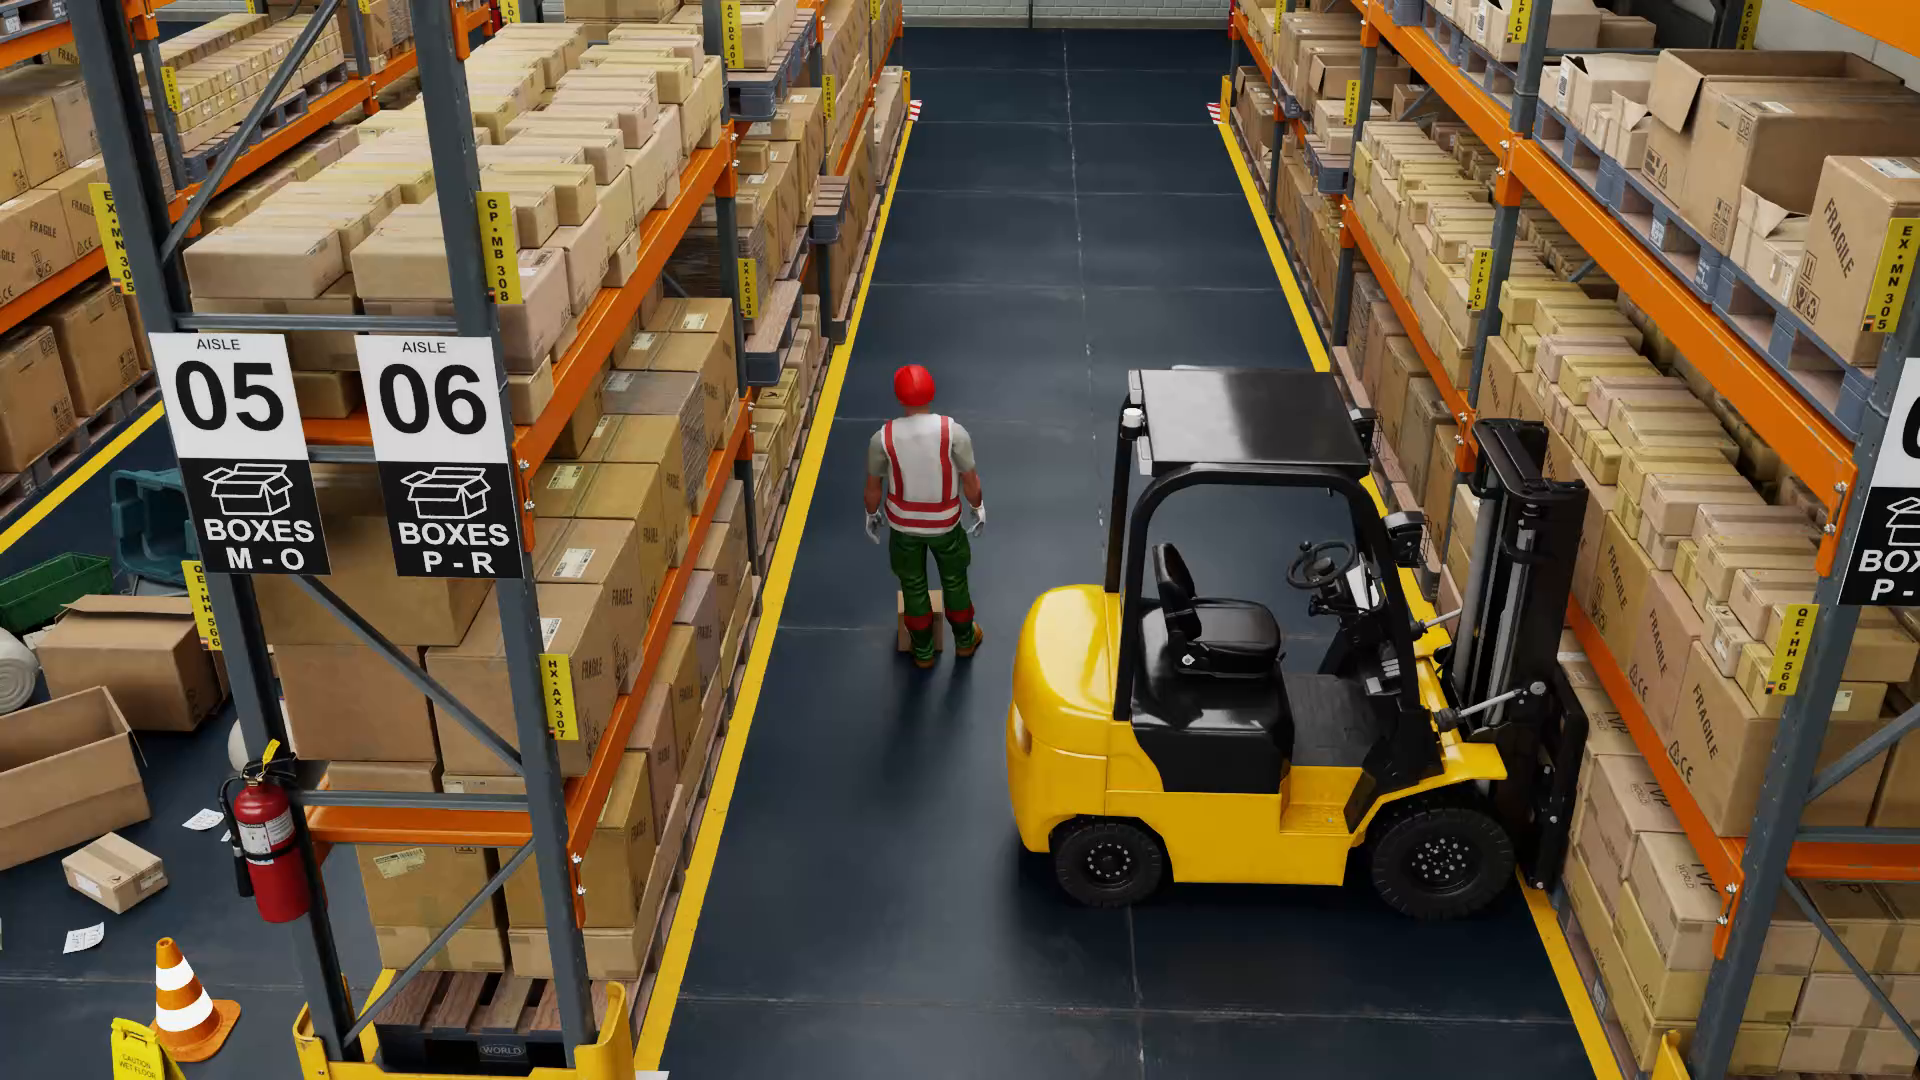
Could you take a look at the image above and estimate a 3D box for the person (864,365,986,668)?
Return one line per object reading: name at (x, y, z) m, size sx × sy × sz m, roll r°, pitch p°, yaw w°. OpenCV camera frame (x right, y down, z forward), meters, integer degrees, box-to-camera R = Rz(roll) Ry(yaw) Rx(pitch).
person at (-0.181, -0.145, 8.850) m, size 0.638 × 1.787 × 0.564 m, roll 0°, pitch 28°, yaw 0°
